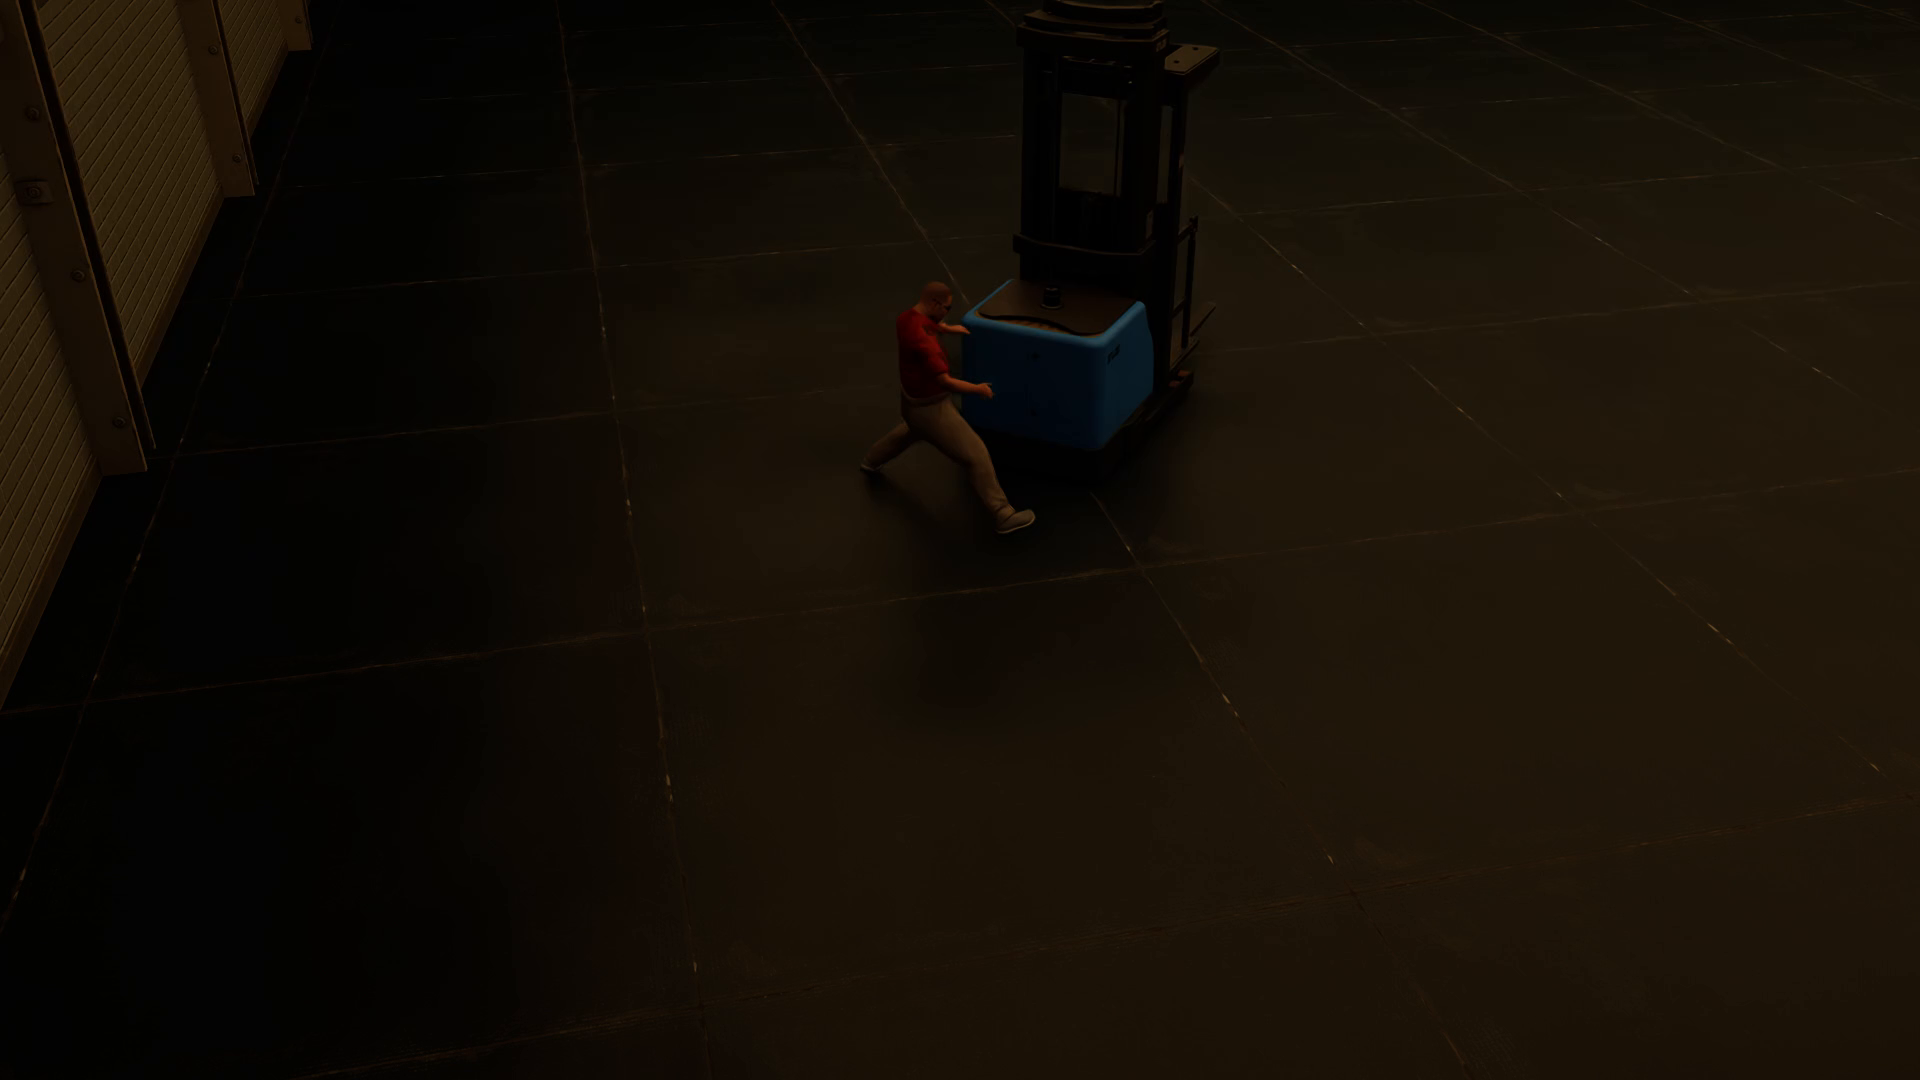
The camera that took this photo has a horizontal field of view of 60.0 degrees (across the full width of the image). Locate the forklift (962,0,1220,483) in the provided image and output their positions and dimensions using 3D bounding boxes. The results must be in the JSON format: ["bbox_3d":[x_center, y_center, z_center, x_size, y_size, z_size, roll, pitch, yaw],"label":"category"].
[{"bbox_3d":[1.091,-2.364,11.658,1.130,2.935,3.031,14,33,22],"label":"forklift"}]

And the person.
[{"bbox_3d":[-0.099,-0.947,10.614,0.923,1.538,1.270,-9,31,-15],"label":"person"}]
